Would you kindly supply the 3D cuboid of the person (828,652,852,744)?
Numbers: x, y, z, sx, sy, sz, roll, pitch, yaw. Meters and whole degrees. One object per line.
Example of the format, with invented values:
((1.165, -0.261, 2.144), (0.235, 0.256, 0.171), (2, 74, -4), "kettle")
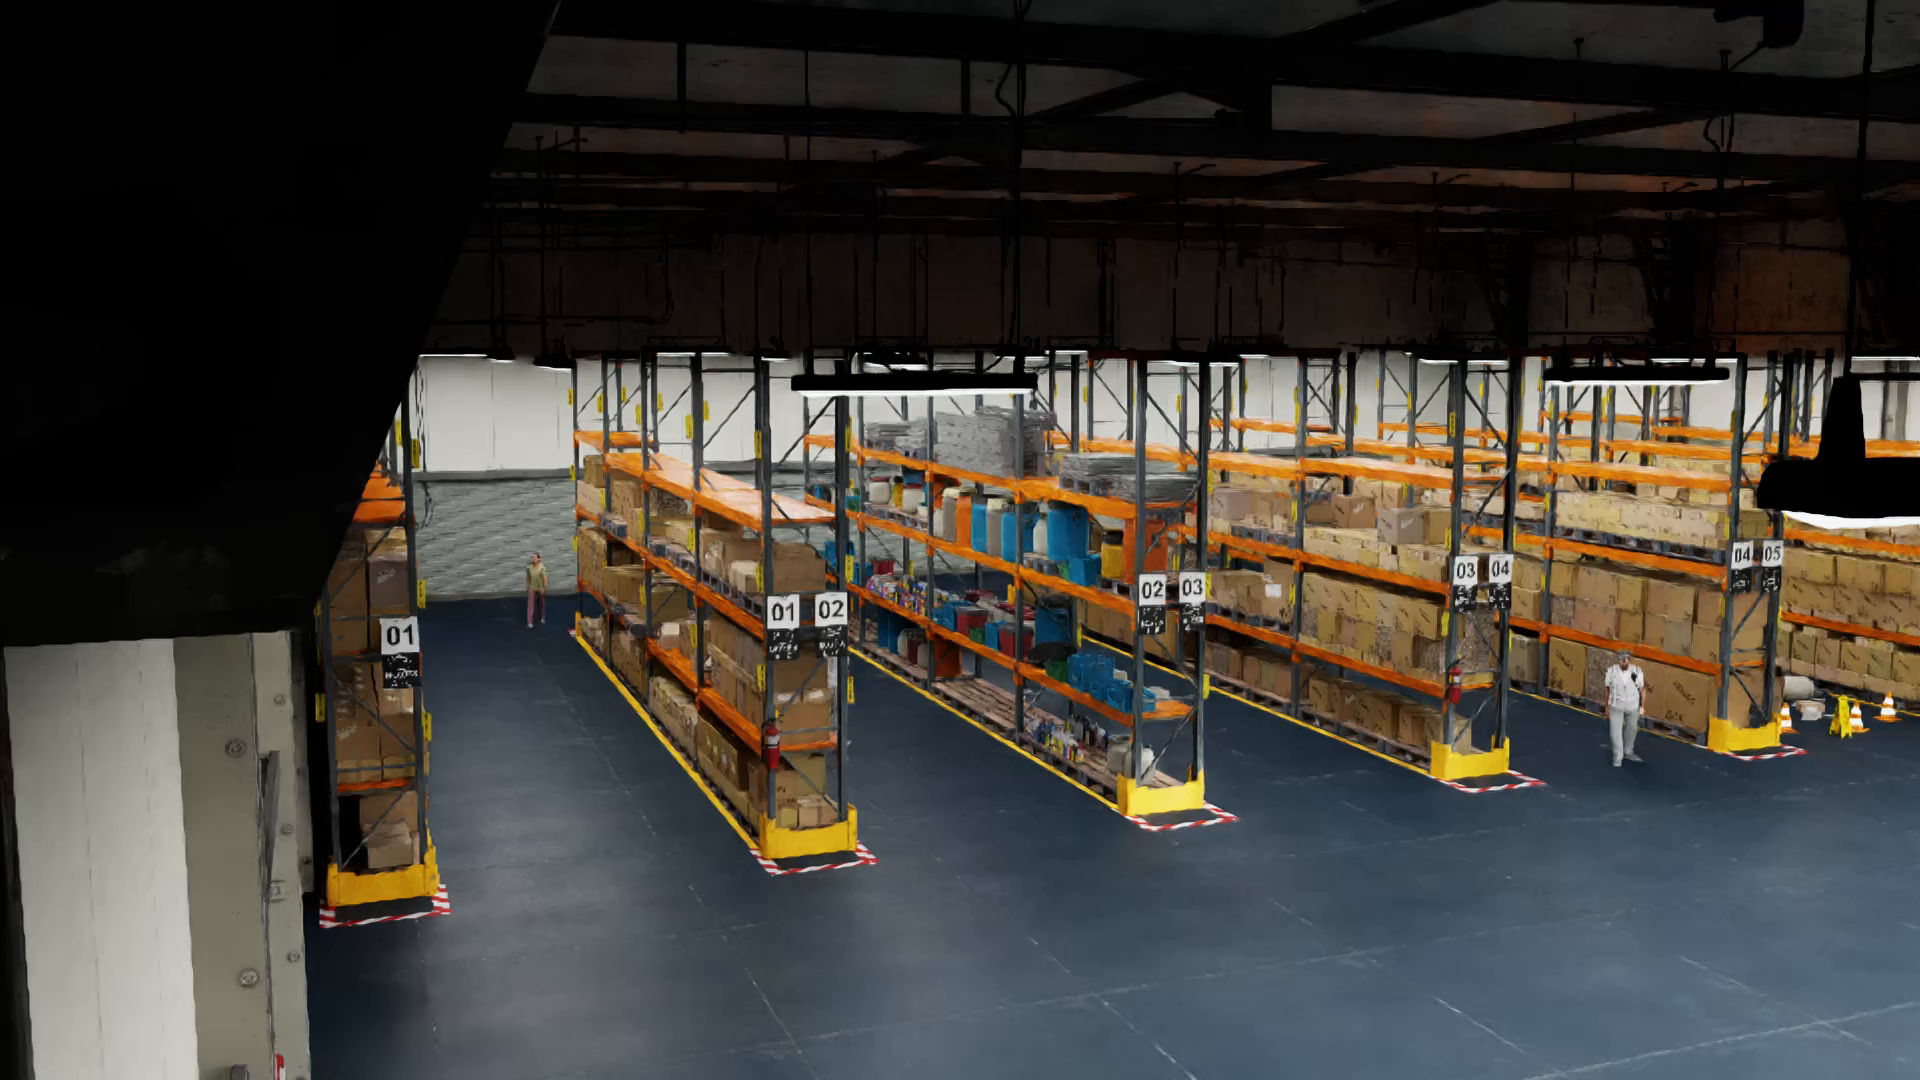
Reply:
((-1.904, 2.232, 25.736), (0.634, 1.789, 0.477), (7, 10, 43), "person")

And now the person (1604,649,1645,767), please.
((9.782, 2.433, 24.484), (0.579, 1.742, 0.588), (2, 7, 15), "person")

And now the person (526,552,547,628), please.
((-9.153, 1.055, 35.960), (0.447, 1.605, 1.017), (-1, 7, -12), "person")

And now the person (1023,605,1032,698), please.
((1.122, 1.926, 29.000), (0.352, 1.595, 0.569), (-1, 7, -5), "person")
